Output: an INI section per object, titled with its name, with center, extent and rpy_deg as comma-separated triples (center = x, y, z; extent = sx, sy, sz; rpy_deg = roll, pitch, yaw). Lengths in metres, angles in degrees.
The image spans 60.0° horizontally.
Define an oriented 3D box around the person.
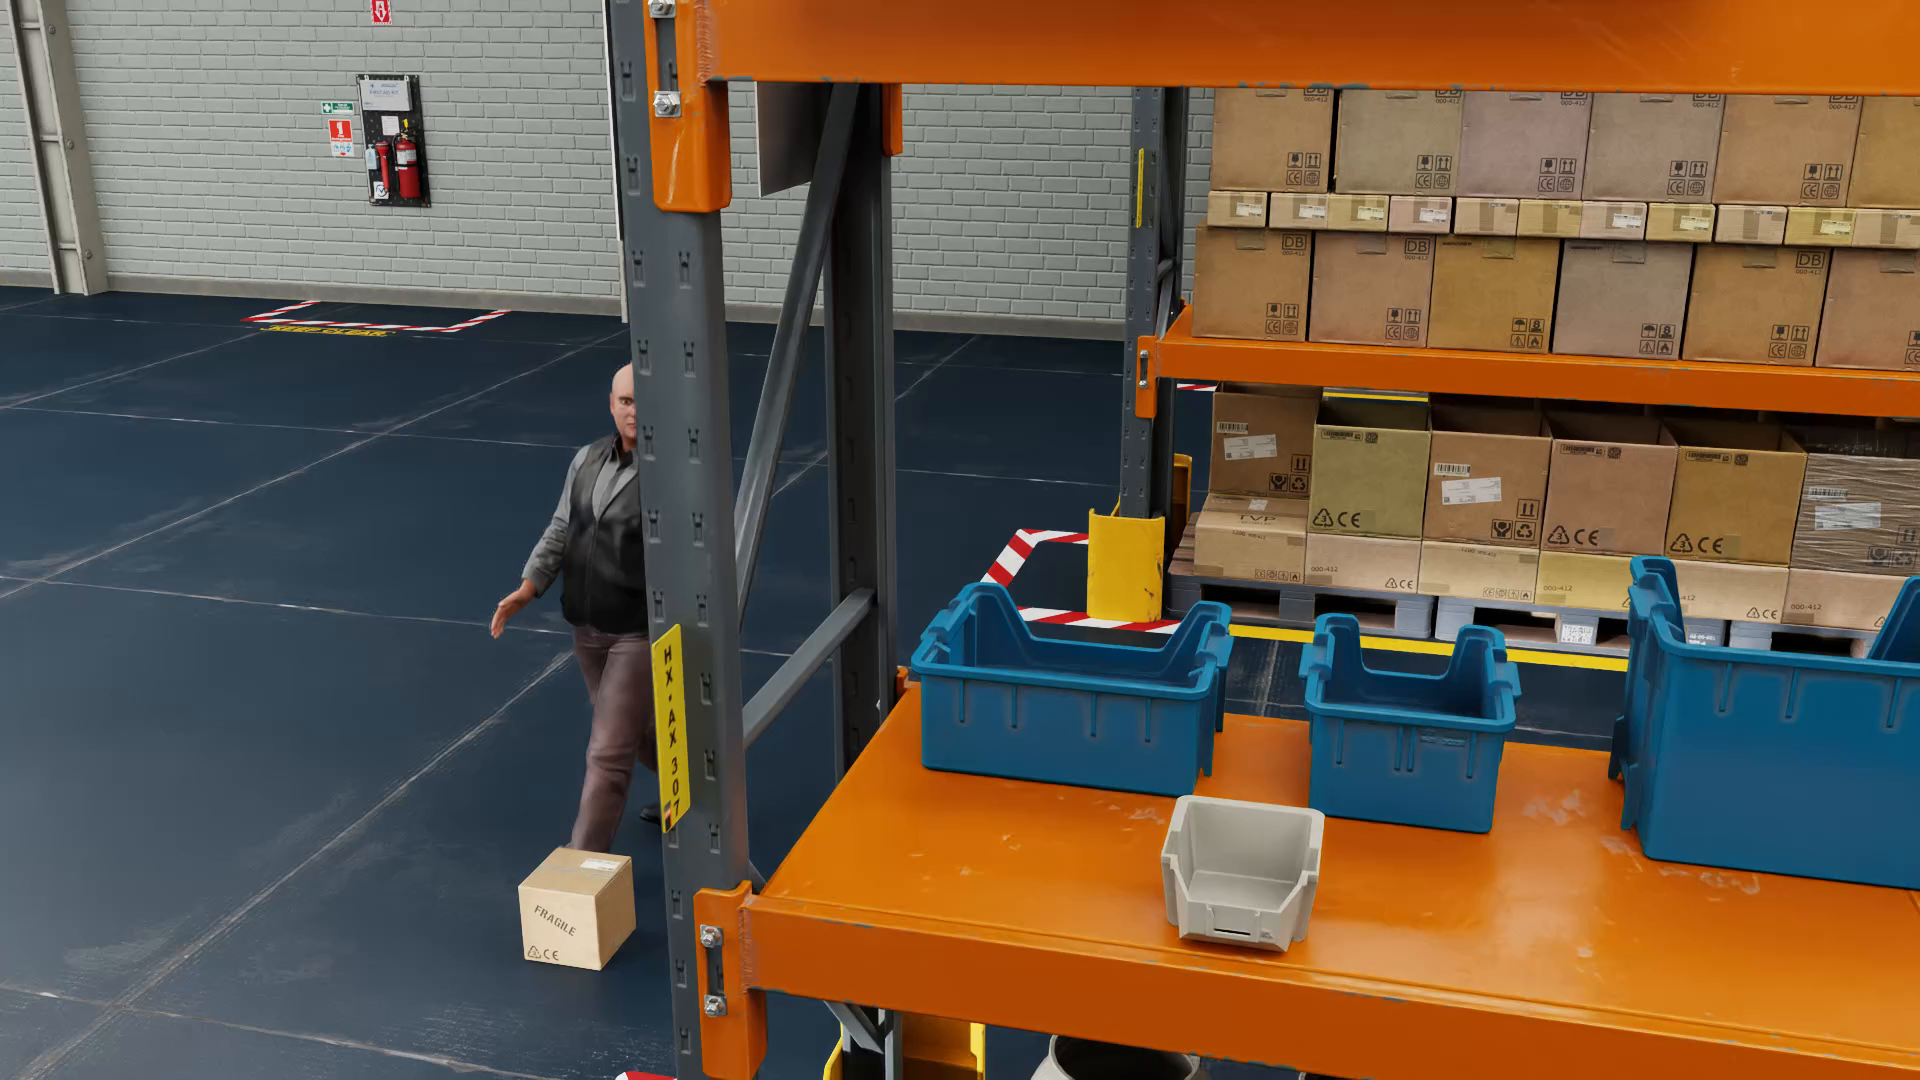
[person]
center = -1.112, 0.289, 5.262
extent = 0.594, 1.673, 0.942
rpy_deg = 11, 21, 31
